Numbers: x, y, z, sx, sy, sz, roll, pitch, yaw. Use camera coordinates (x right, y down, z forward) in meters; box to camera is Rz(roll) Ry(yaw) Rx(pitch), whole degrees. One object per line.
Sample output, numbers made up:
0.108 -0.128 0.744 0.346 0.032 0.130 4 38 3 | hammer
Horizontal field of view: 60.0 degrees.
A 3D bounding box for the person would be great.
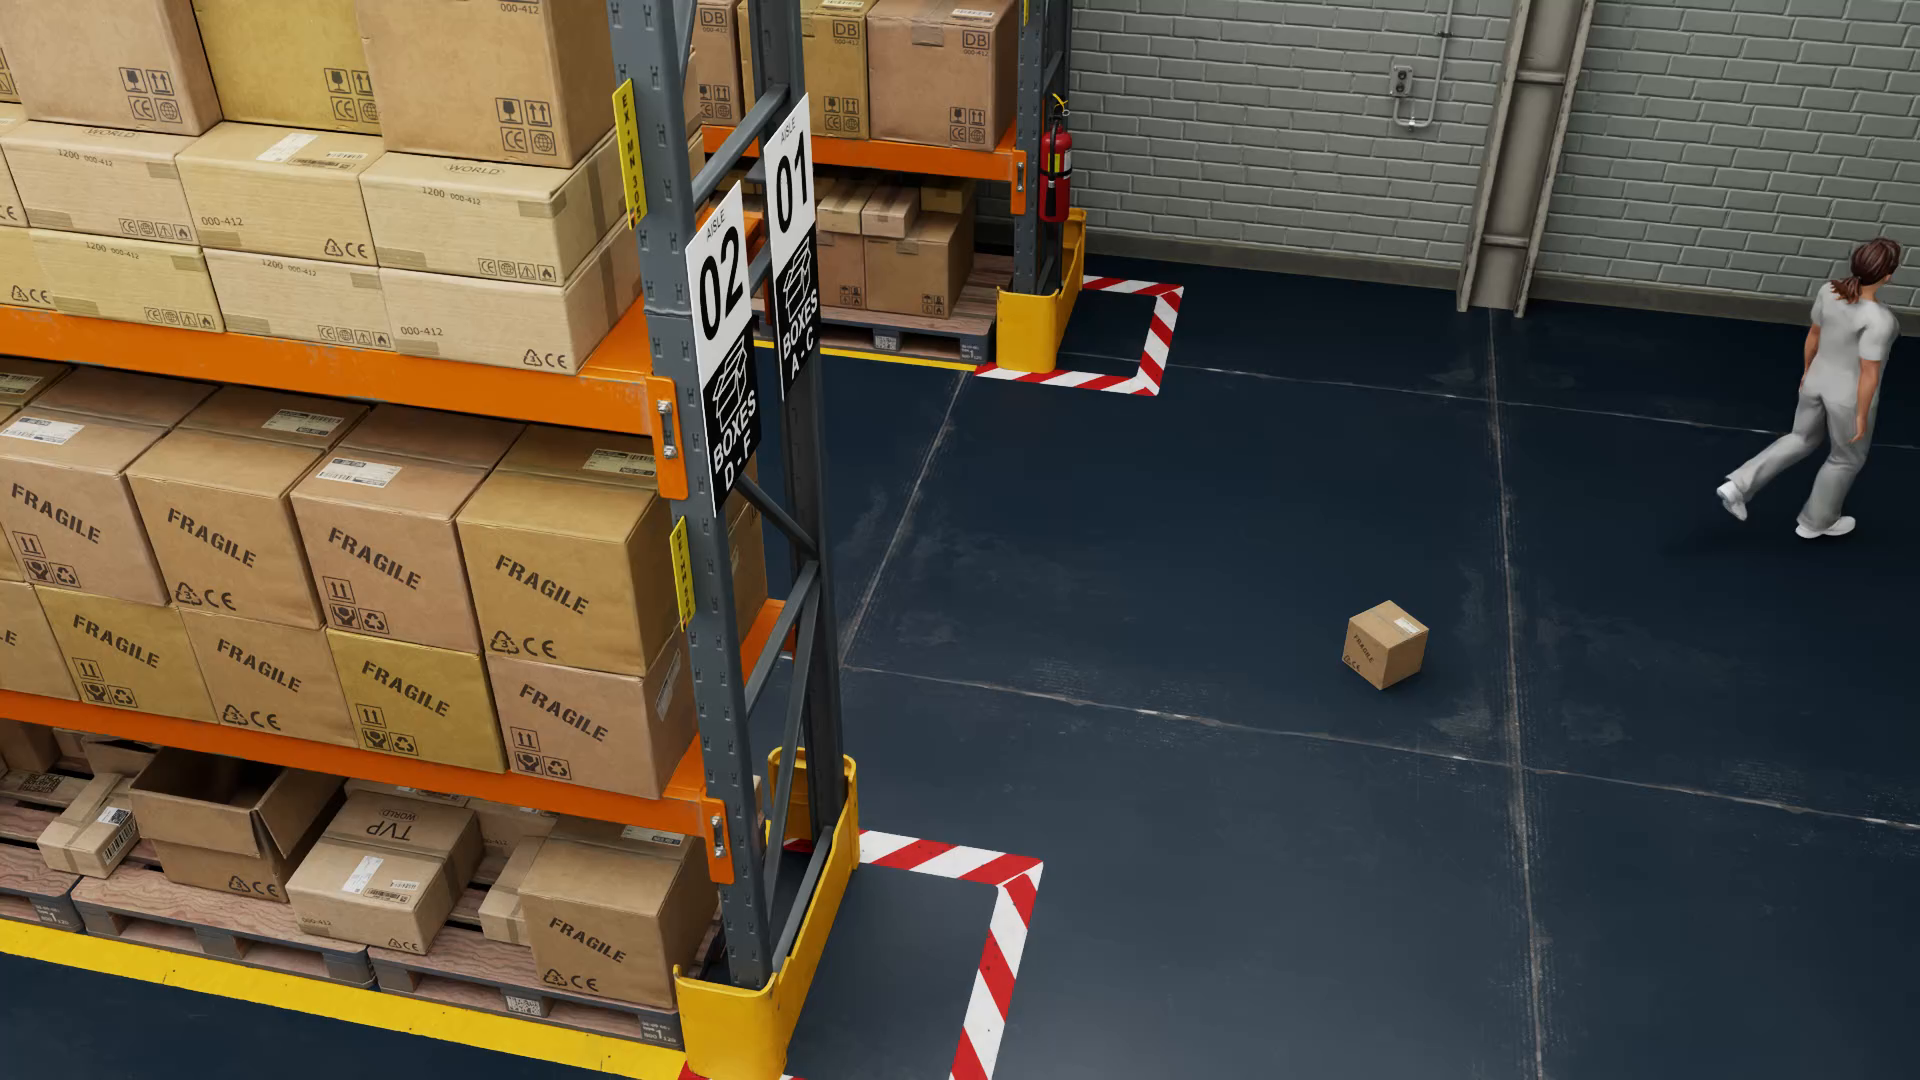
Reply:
4.124 -0.691 7.880 0.764 1.641 0.452 -11 38 -14 | person
